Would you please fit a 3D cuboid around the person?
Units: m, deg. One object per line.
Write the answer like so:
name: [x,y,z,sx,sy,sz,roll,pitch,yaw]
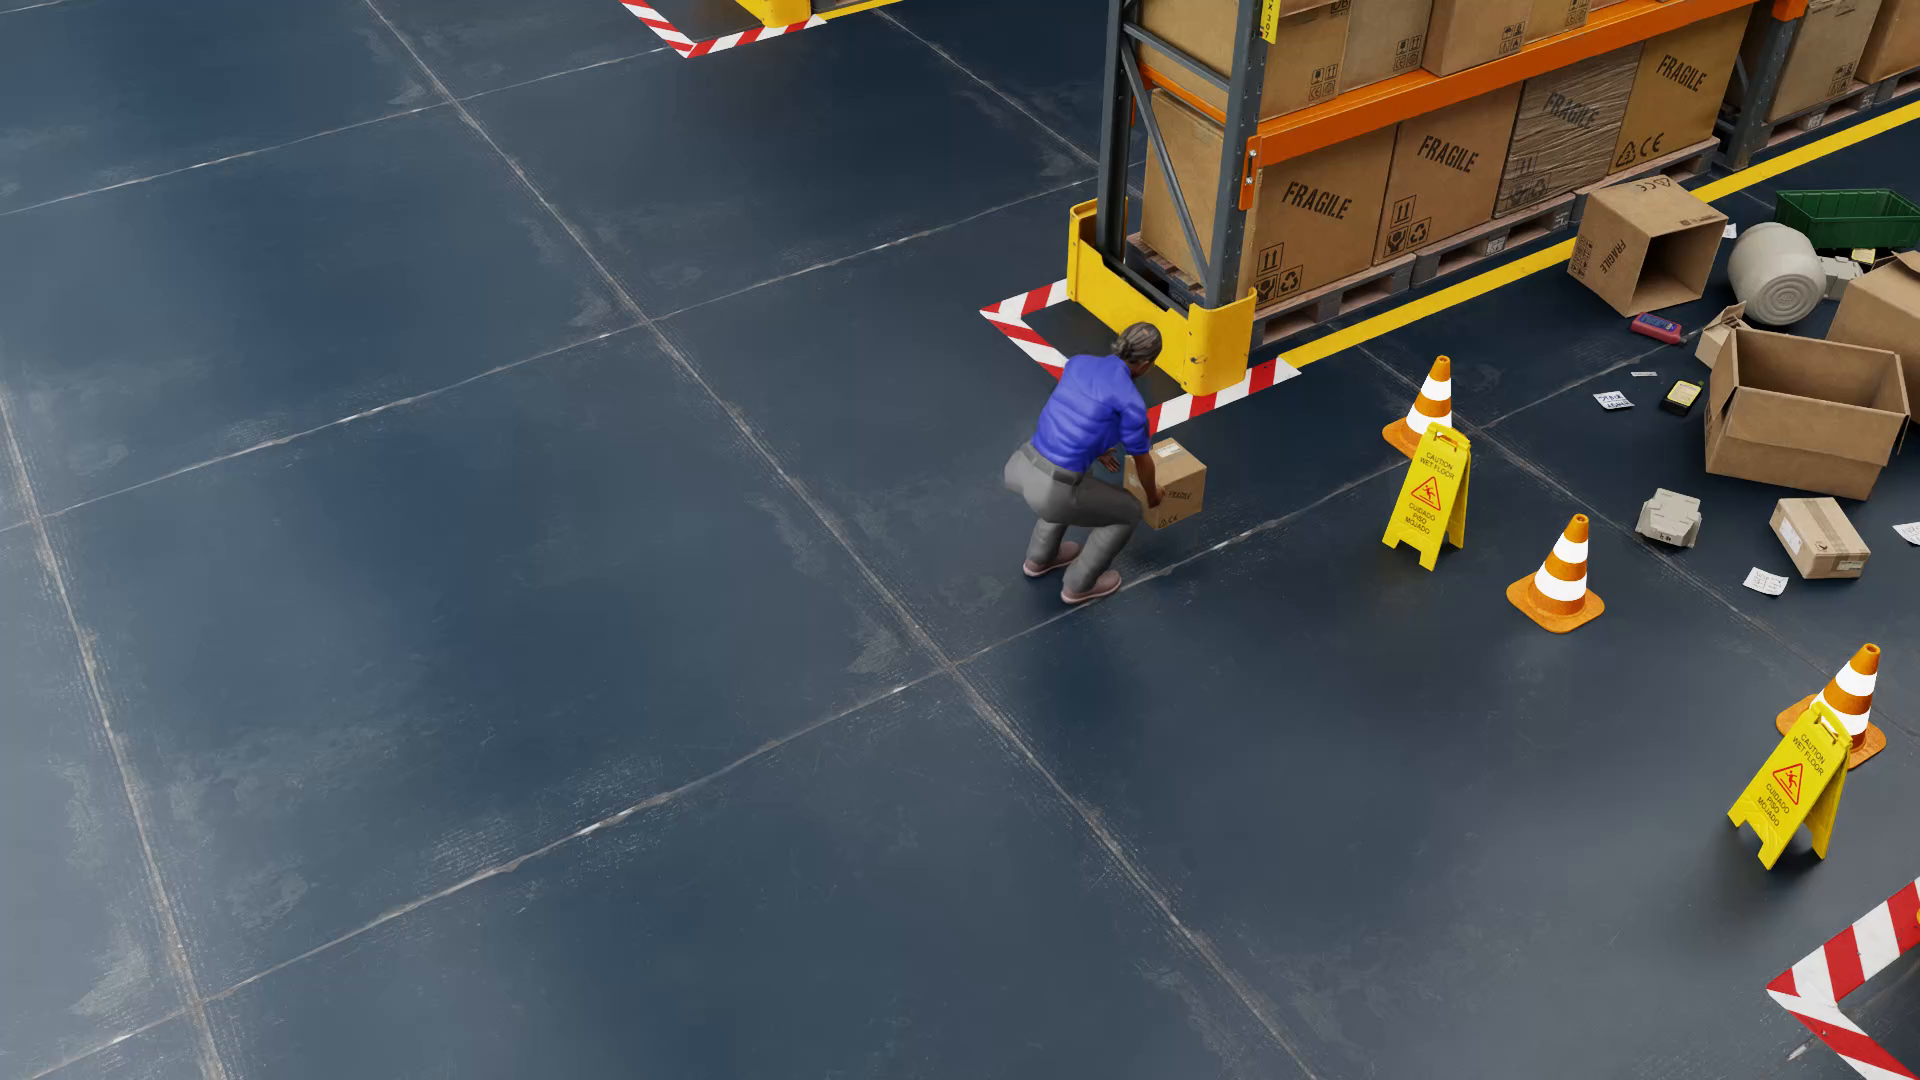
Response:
person: [0.440,-0.242,6.894,0.556,1.068,0.486,-23,46,-24]
